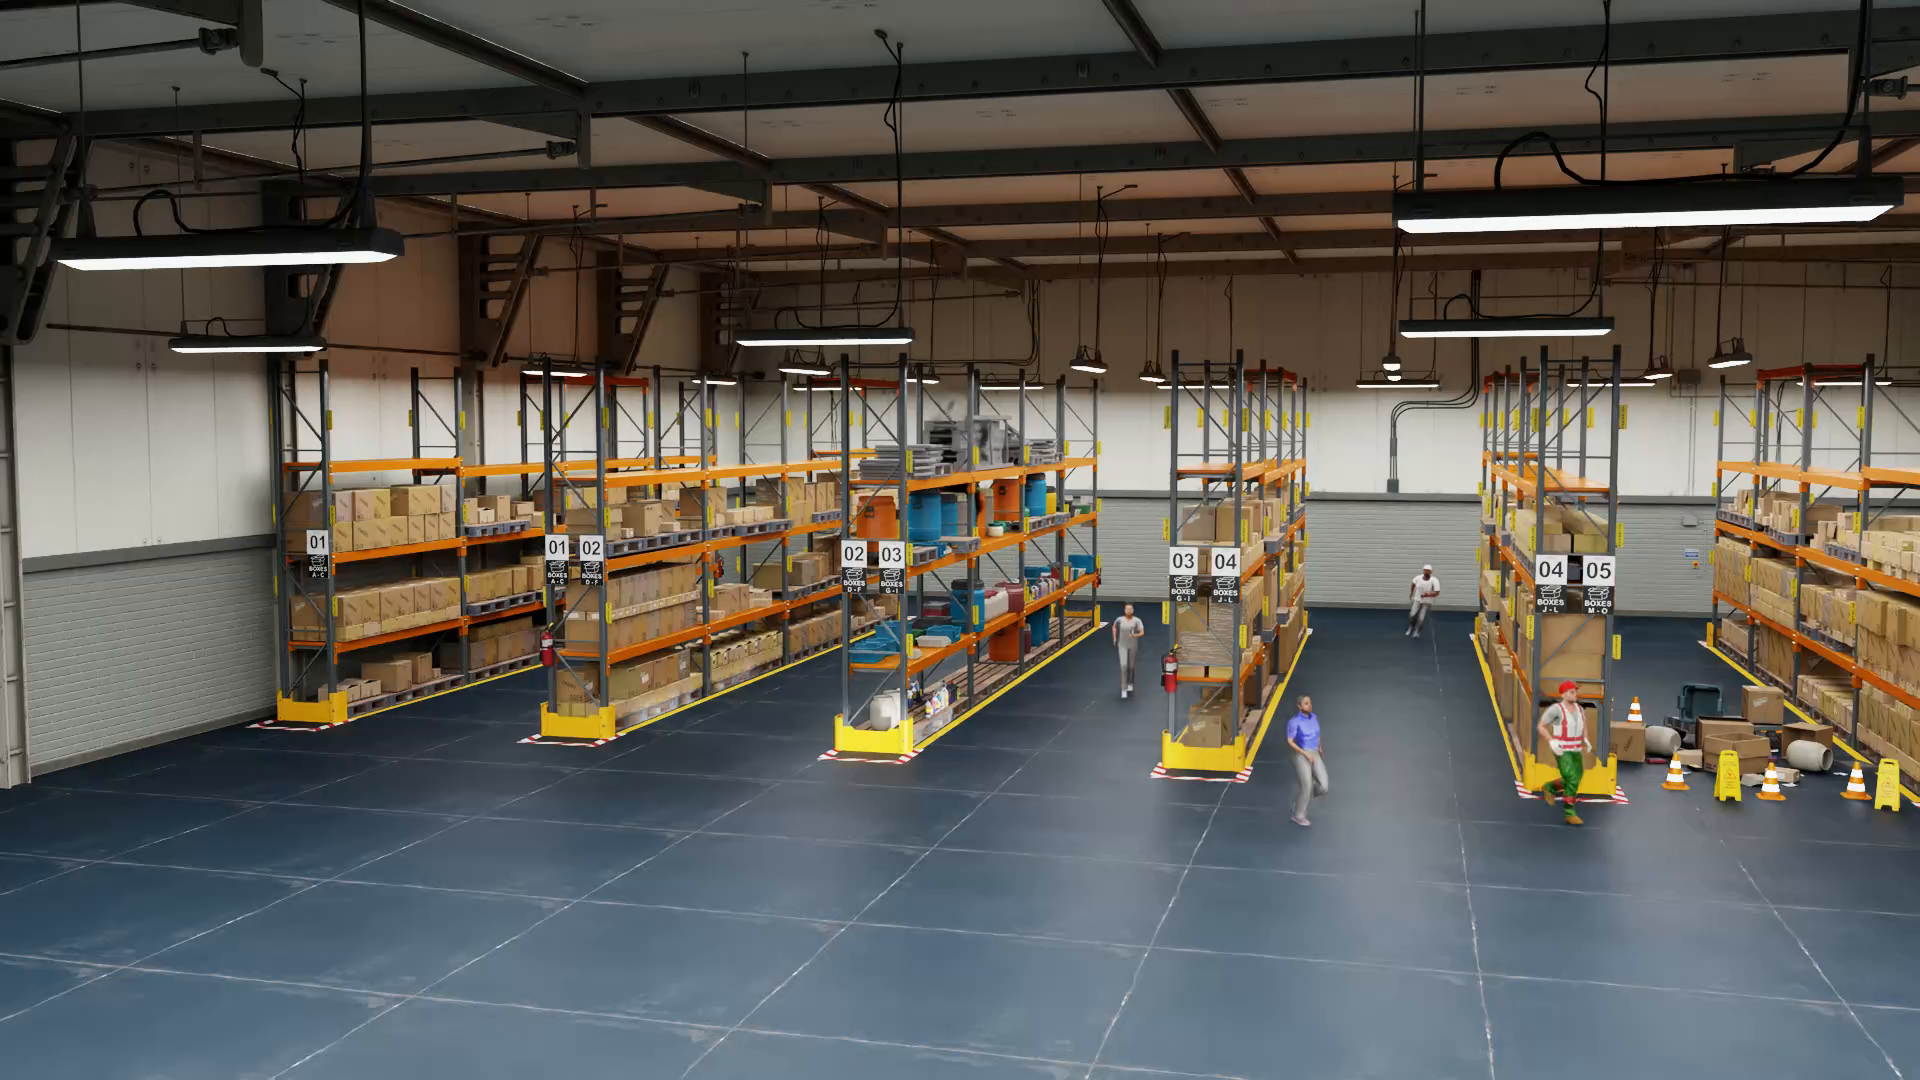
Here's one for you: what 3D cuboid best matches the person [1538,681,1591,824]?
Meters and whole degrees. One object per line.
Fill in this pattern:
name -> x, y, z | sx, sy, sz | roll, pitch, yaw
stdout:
person -> 7.561, 2.628, 20.841 | 0.693, 1.751, 0.787 | -2, 5, -25

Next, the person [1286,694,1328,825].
person -> 4.314, 2.721, 20.606 | 0.586, 1.618, 0.495 | -3, 5, -33

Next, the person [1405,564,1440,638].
person -> 10.585, 1.405, 38.045 | 0.762, 1.710, 0.610 | 2, 5, 28

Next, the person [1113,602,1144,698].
person -> 3.063, 1.969, 30.252 | 0.568, 1.680, 0.882 | 0, 4, 4
